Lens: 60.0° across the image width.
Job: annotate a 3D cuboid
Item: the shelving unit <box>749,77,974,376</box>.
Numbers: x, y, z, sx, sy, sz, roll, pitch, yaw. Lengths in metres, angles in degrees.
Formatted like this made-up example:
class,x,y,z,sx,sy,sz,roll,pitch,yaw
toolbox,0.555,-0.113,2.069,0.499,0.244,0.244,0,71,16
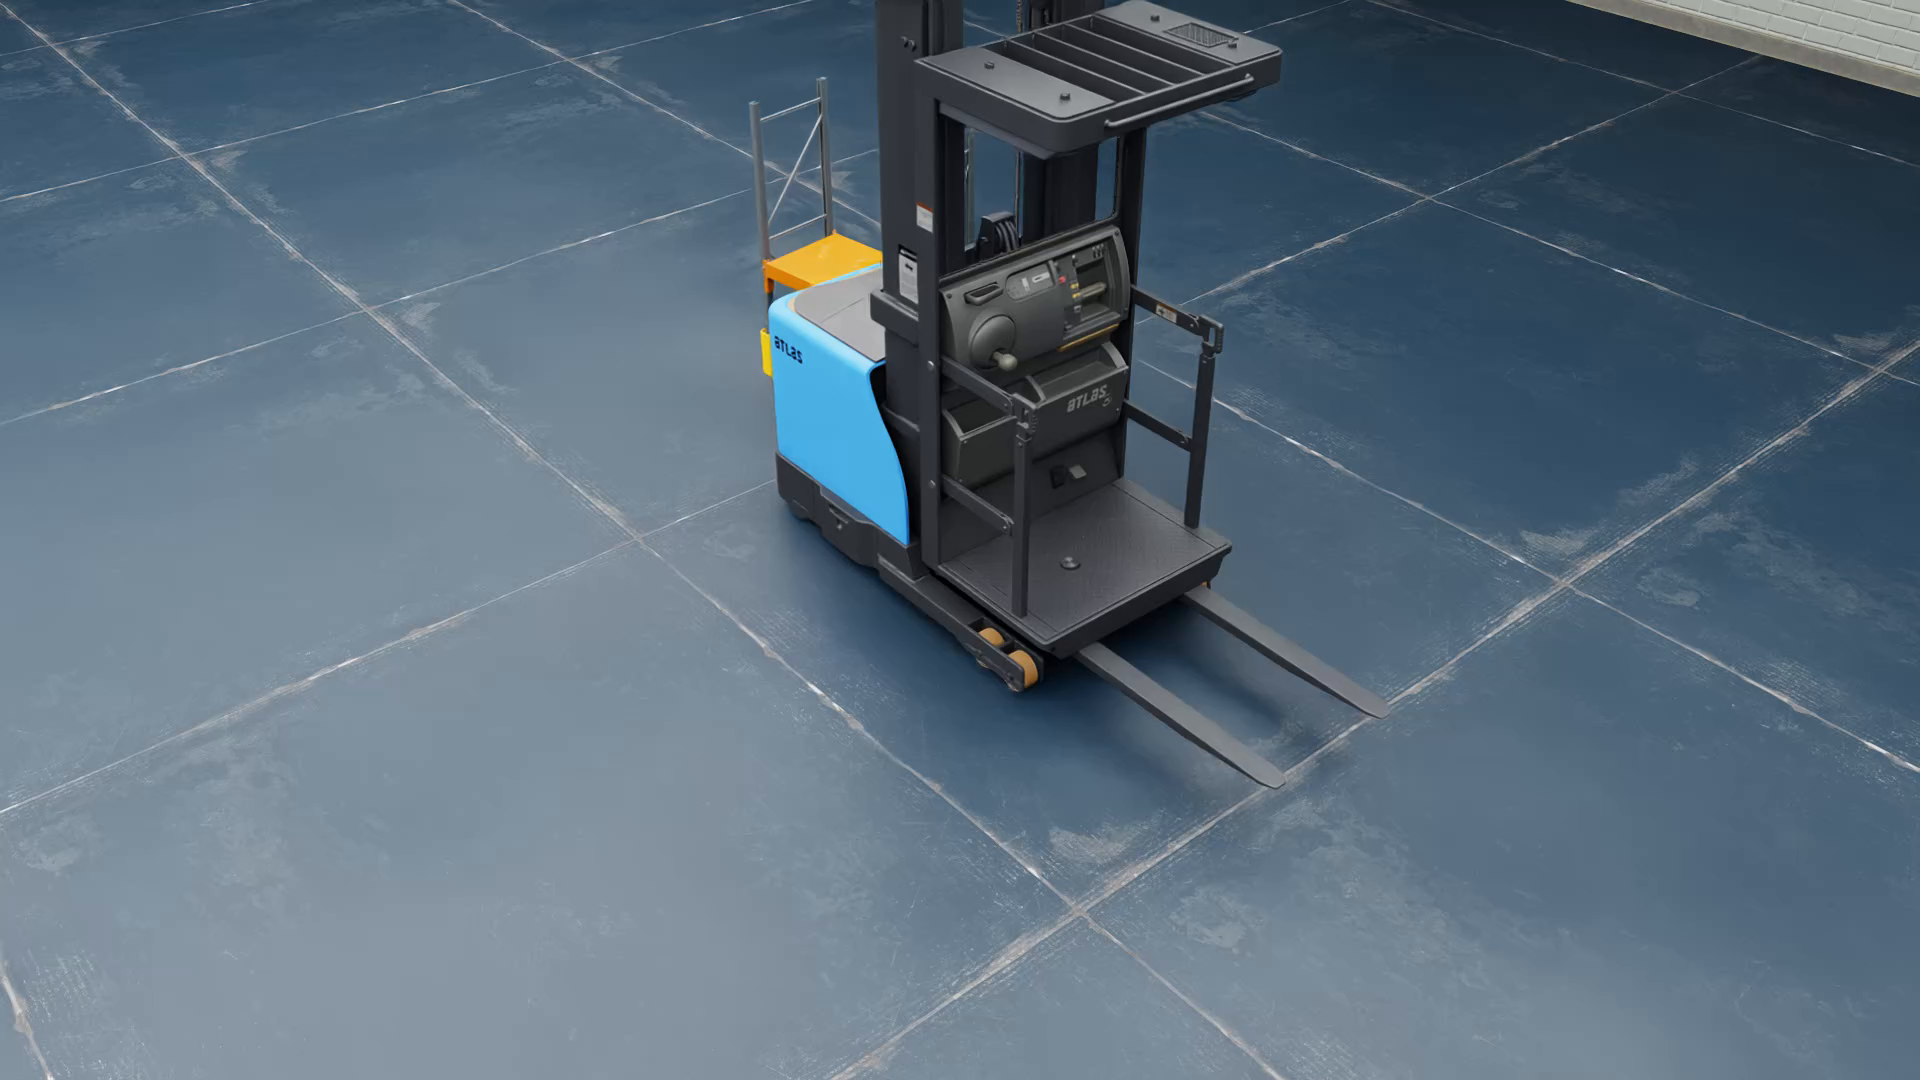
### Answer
class,x,y,z,sx,sy,sz,roll,pitch,yaw
shelving unit,-0.480,-1.440,8.485,1.083,1.500,0.587,28,44,34

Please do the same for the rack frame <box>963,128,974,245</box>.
class,x,y,z,sx,sy,sz,roll,pitch,yaw
rack frame,-0.113,-1.244,8.209,0.032,1.500,0.500,28,44,34

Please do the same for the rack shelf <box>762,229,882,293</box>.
class,x,y,z,sx,sy,sz,roll,pitch,yaw
rack shelf,-0.487,-1.297,8.594,1.000,0.185,0.538,28,44,34

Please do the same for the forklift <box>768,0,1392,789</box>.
class,x,y,z,sx,sy,sz,roll,pitch,yaw
forklift,0.452,-0.902,6.487,1.130,2.935,3.031,-25,43,-31

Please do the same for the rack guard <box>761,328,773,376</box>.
class,x,y,z,sx,sy,sz,roll,pitch,yaw
rack guard,-0.846,-1.125,9.122,0.087,0.250,0.587,28,44,34

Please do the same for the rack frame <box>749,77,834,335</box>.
class,x,y,z,sx,sy,sz,roll,pitch,yaw
rack frame,-0.861,-1.642,8.771,0.032,1.500,0.500,28,44,34
